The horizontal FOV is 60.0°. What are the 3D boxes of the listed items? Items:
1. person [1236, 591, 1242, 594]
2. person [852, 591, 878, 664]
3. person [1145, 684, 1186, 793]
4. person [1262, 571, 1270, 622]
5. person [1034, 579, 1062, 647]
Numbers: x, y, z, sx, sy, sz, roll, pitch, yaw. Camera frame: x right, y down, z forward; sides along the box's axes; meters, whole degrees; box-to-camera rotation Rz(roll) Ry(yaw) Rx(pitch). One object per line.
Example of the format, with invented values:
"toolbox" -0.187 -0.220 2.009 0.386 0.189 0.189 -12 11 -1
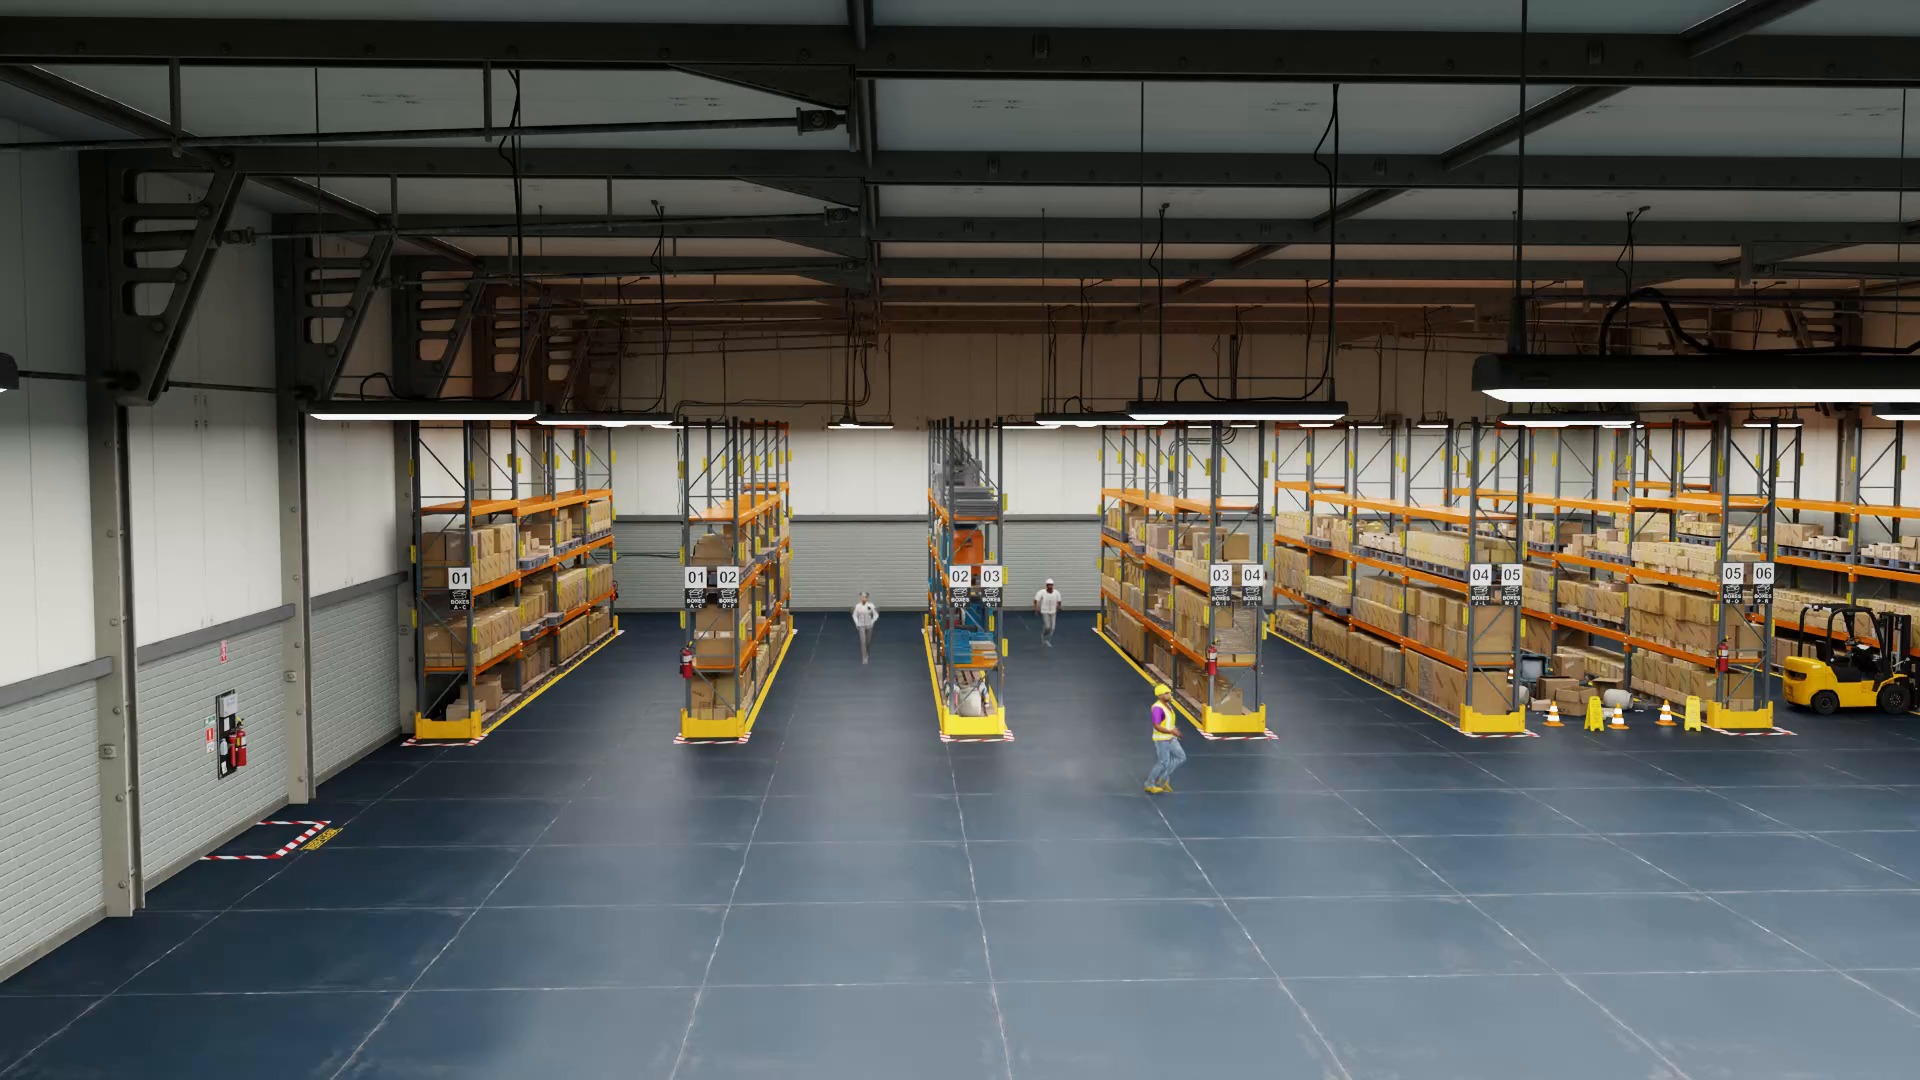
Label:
"person" 8.202 1.780 48.470 0.757 1.630 0.653 -3 5 -37
"person" -2.229 2.050 39.166 0.614 1.694 0.585 0 4 -3
"person" 3.247 3.142 26.265 0.653 1.737 0.712 2 4 25
"person" 8.788 1.717 49.107 0.775 1.621 0.688 0 4 4
"person" 2.246 1.841 41.889 0.693 1.727 0.574 -1 4 -13
